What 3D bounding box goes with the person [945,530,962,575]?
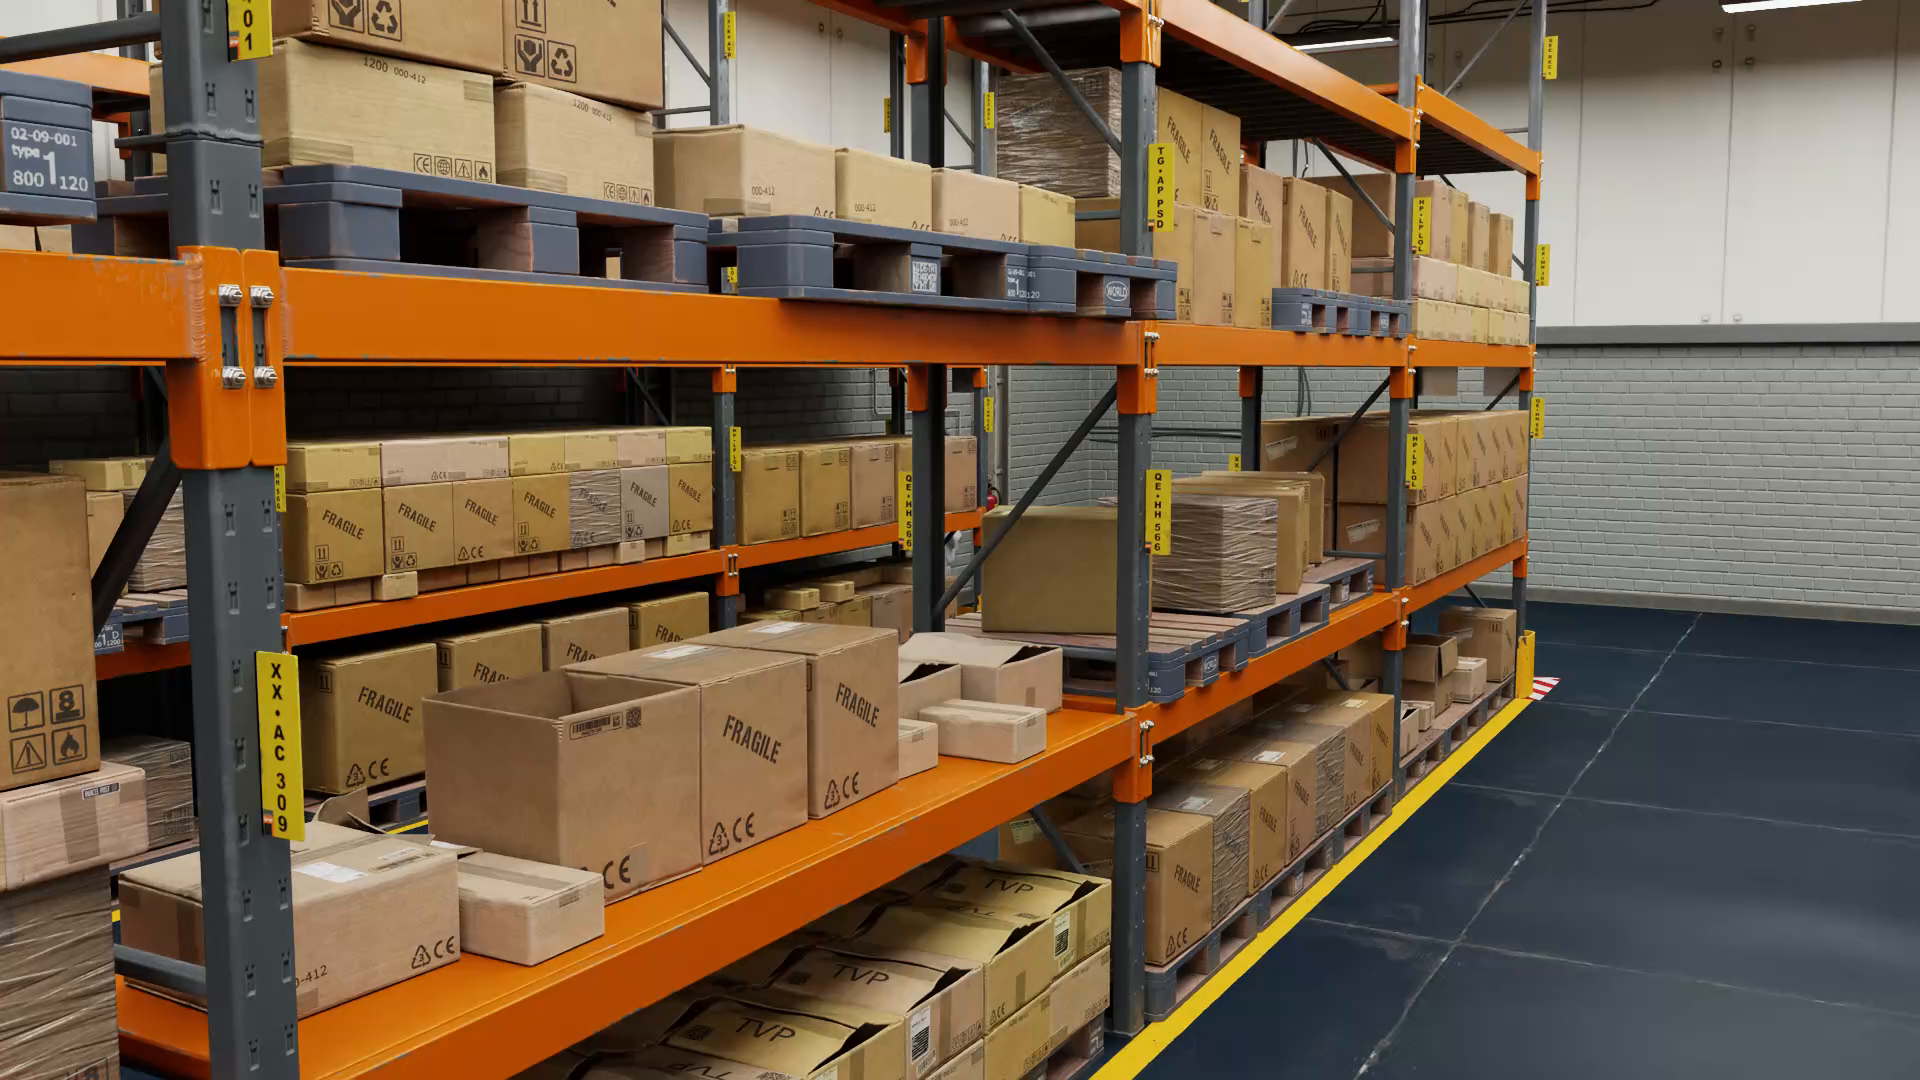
[{"bbox_3d":[-0.265,-0.087,17.720,0.620,1.788,0.566,3,7,29],"label":"person"}]
